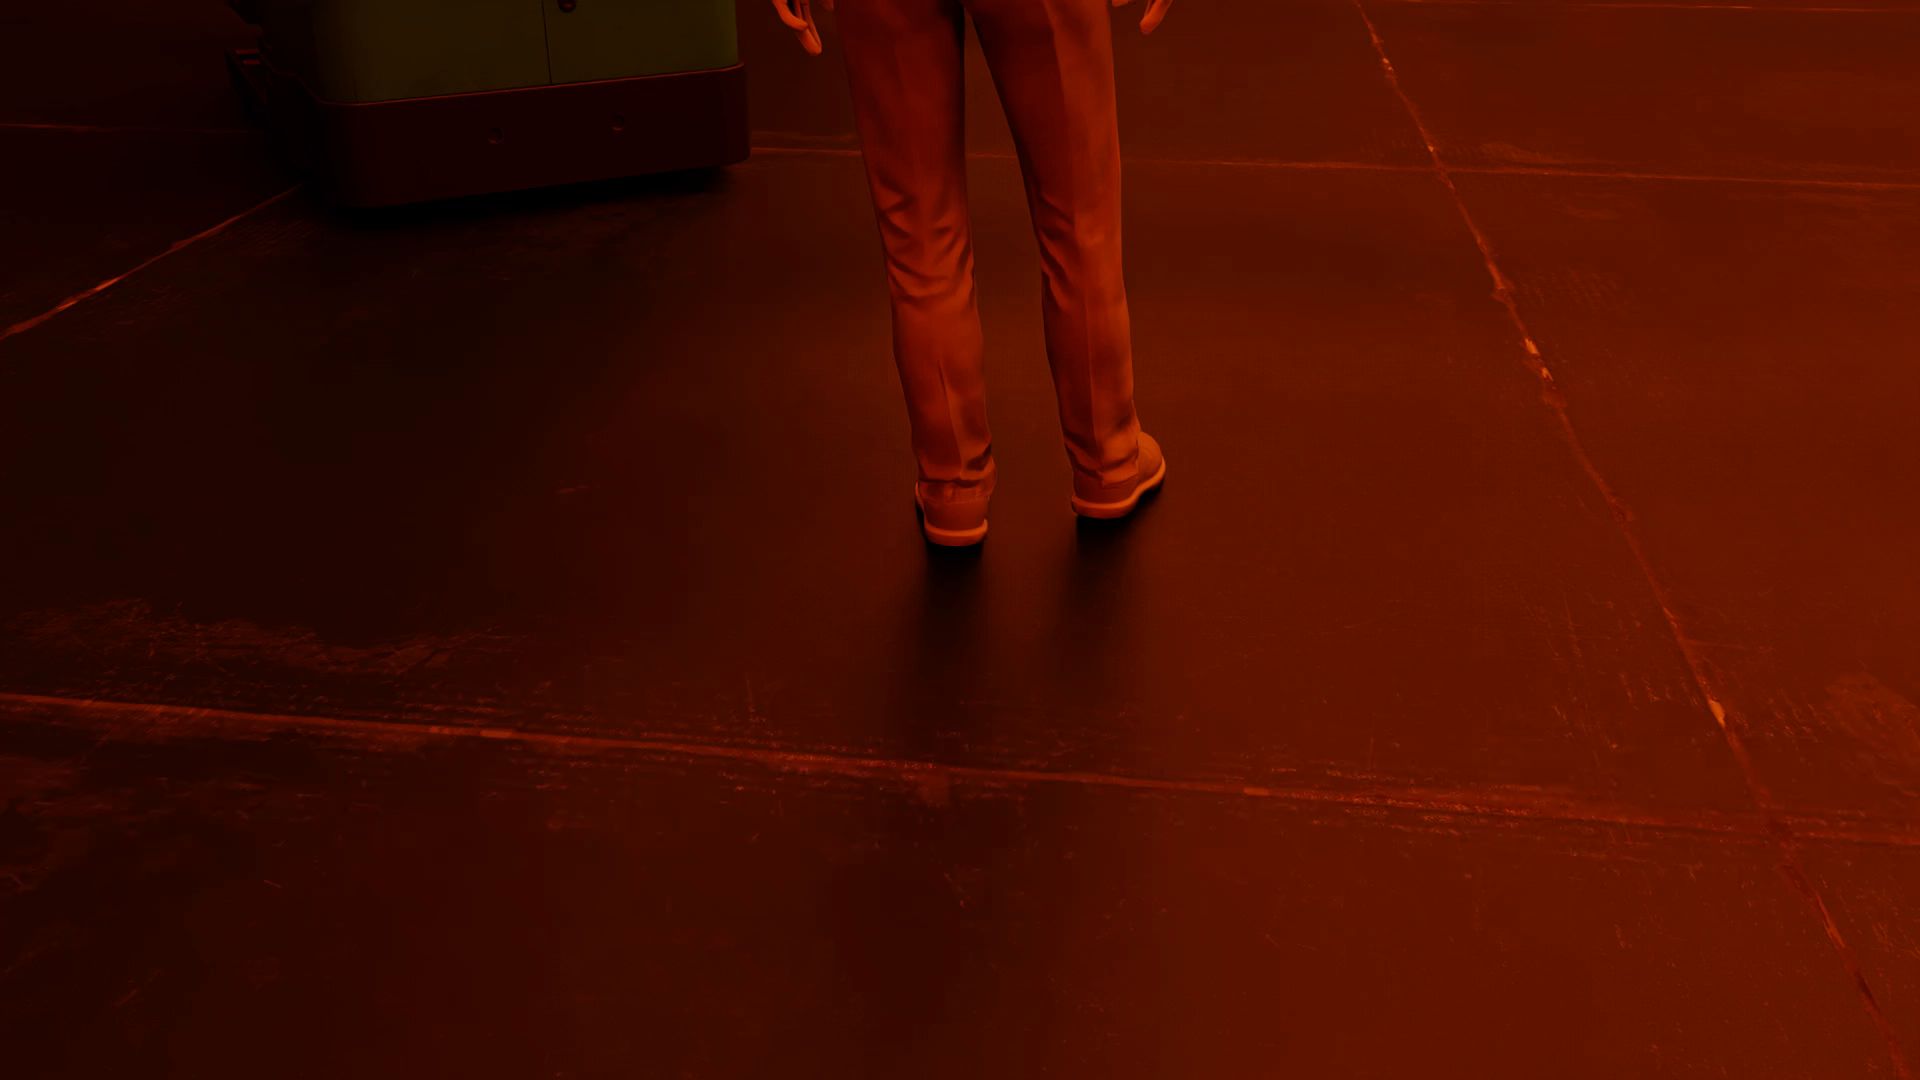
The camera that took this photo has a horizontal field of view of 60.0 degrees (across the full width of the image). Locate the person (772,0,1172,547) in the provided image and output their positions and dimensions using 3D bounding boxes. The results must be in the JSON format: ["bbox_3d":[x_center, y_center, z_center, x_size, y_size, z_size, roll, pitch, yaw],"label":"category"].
[{"bbox_3d":[0.015,-0.794,2.178,0.588,1.695,0.531,3,27,7],"label":"person"}]

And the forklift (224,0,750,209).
[{"bbox_3d":[-1.685,-2.717,4.663,1.130,2.935,3.031,-13,29,-25],"label":"forklift"}]
